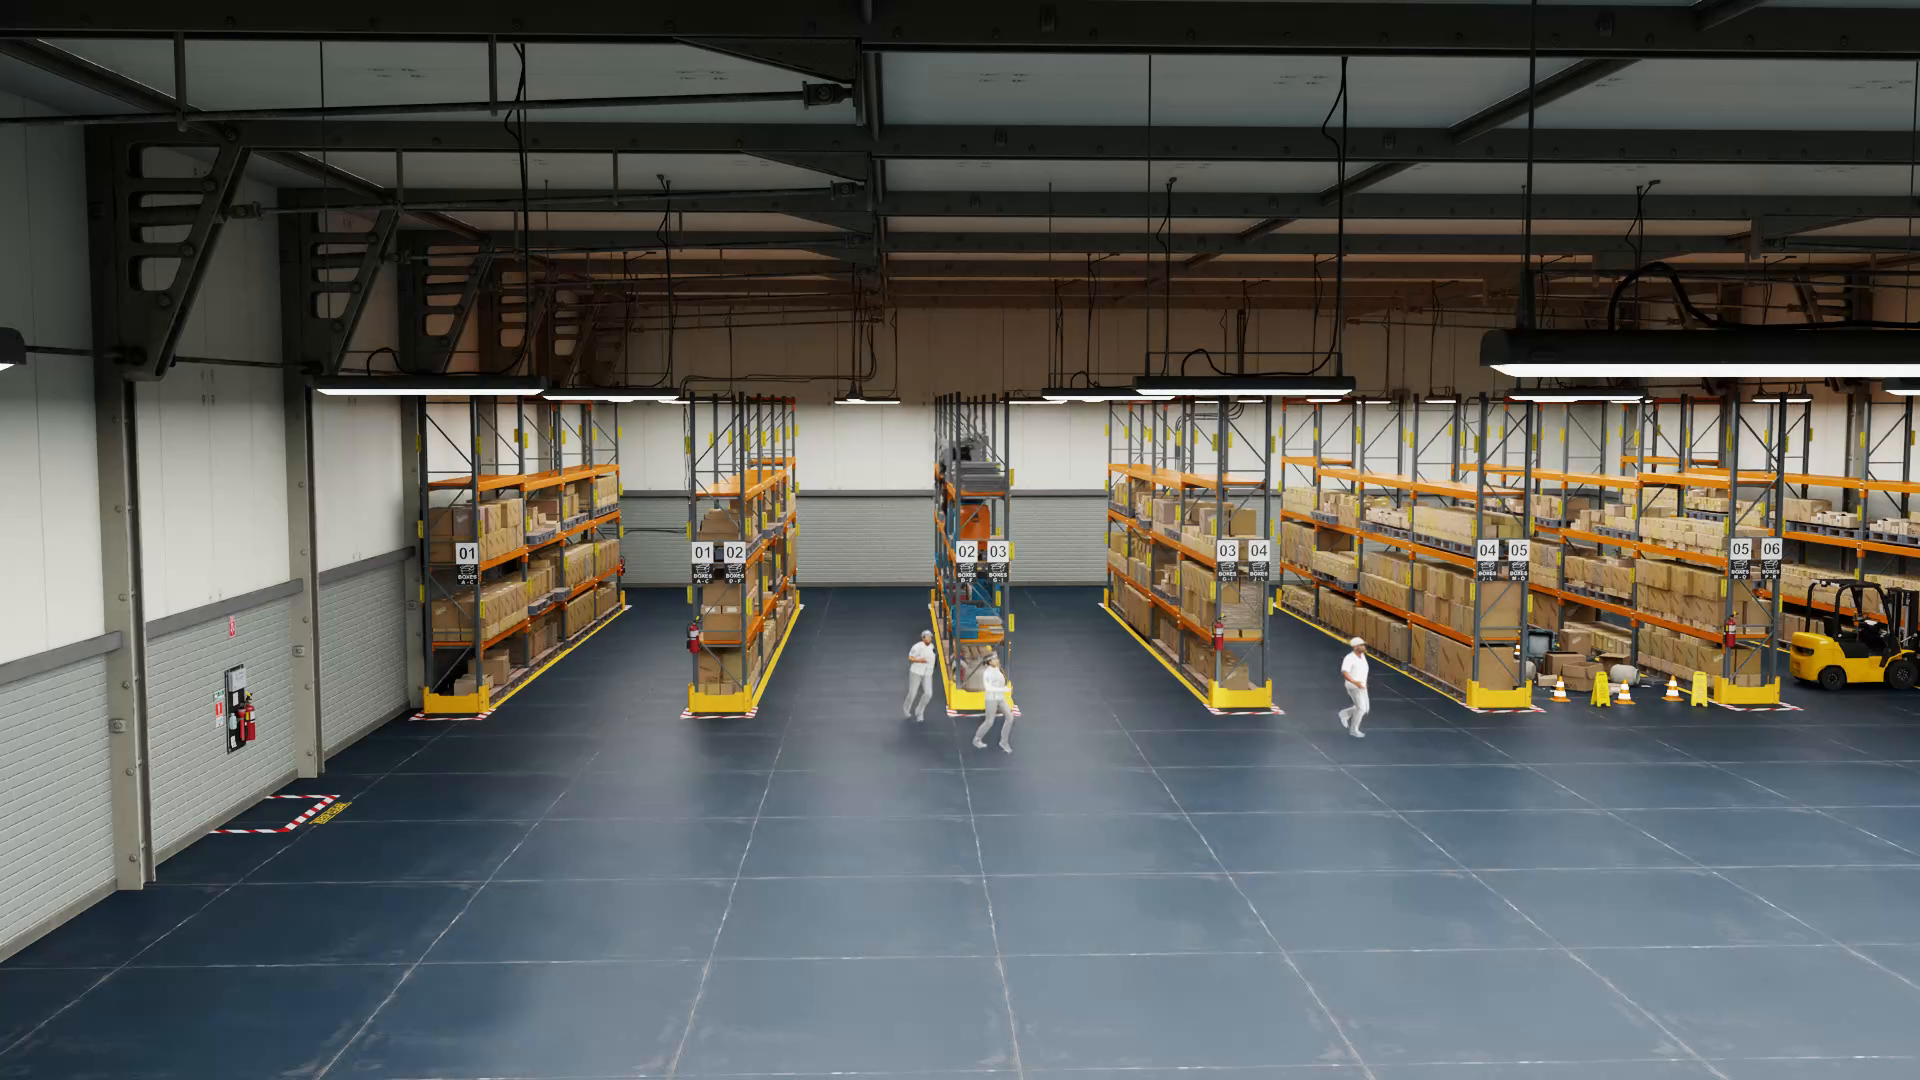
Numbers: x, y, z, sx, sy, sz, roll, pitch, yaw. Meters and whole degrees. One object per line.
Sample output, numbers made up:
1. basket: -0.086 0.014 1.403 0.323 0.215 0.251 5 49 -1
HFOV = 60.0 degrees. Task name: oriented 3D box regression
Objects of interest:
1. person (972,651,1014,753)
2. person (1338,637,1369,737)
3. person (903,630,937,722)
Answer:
1. person: 0.563 2.686 27.655 0.733 1.728 0.618 3 5 32
2. person: 6.860 2.546 28.994 0.609 1.725 0.732 4 6 38
3. person: -0.676 2.487 30.428 0.630 1.683 0.680 -2 5 -22
